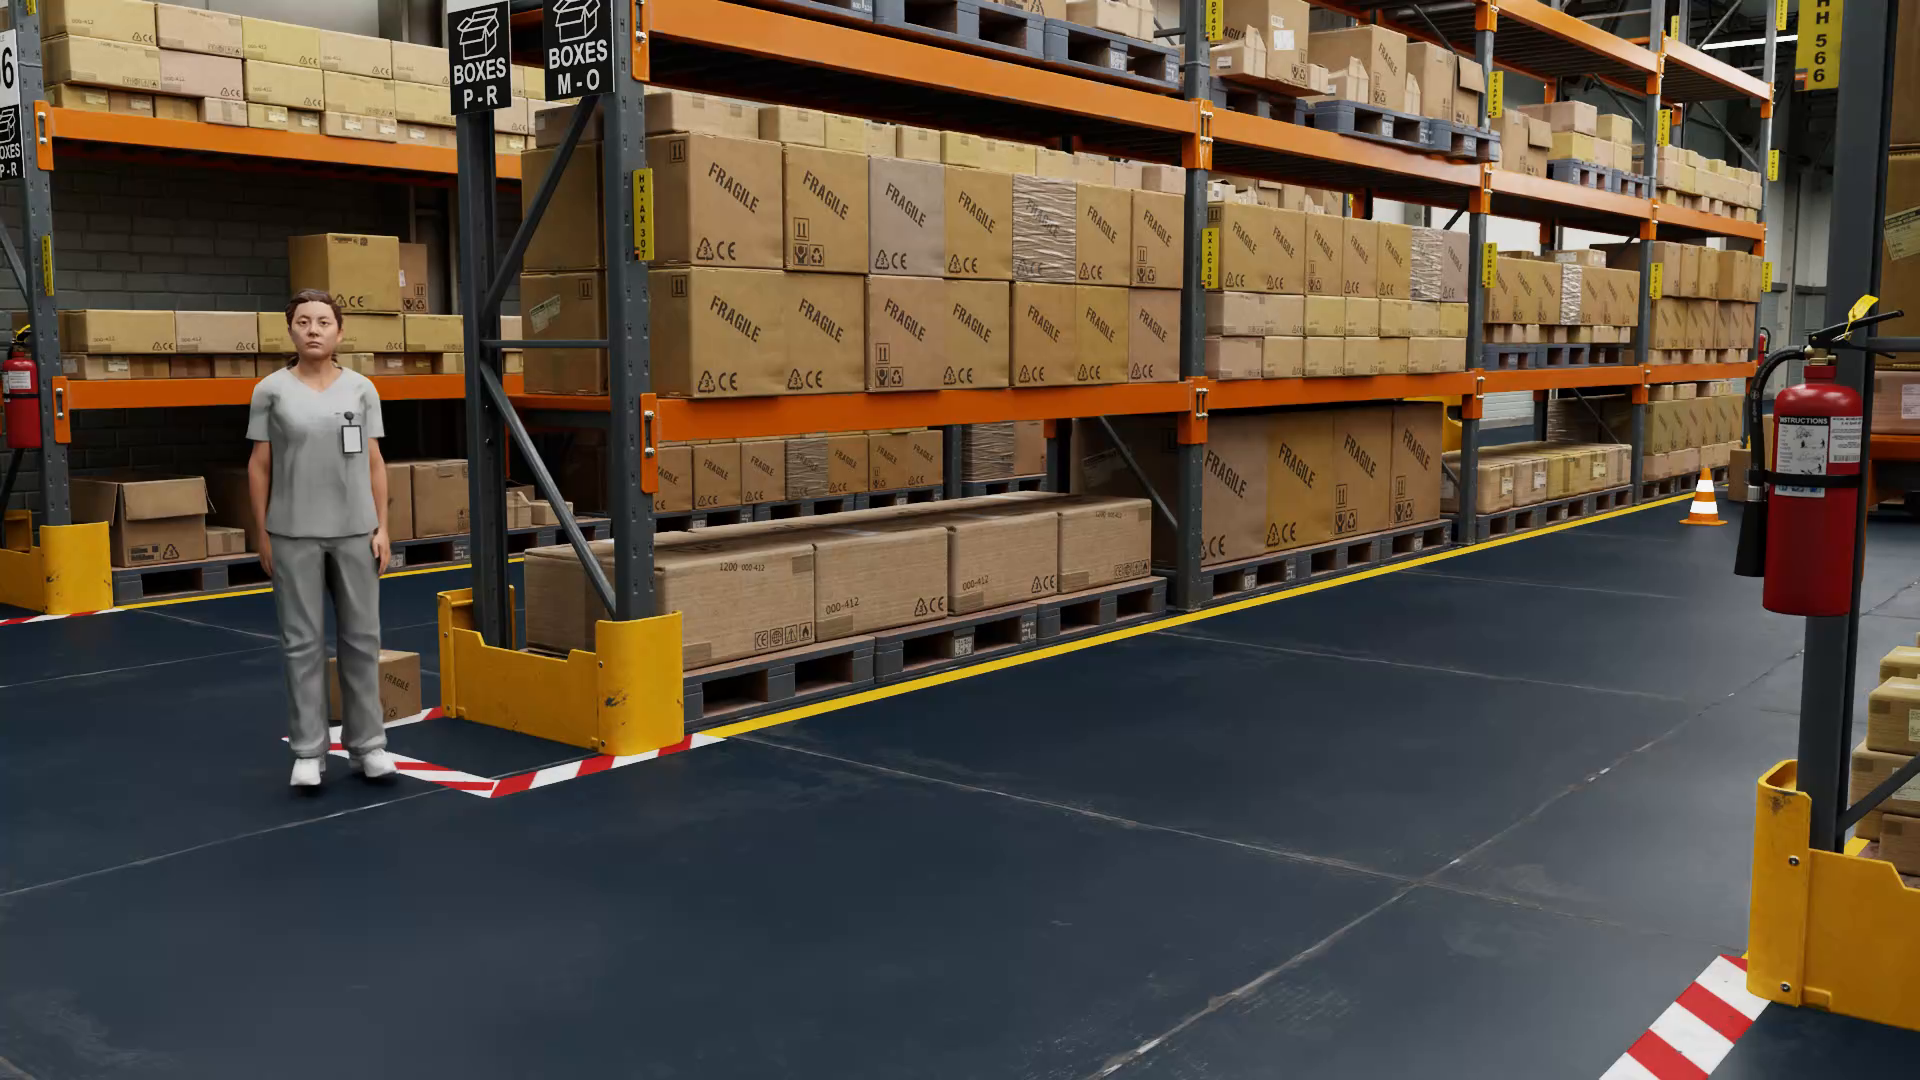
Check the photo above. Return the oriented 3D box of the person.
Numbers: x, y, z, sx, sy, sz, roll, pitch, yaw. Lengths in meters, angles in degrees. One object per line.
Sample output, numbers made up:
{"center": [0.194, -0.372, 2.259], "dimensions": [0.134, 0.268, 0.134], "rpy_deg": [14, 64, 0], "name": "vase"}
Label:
{"center": [-2.172, -0.014, 5.661], "dimensions": [0.440, 1.670, 0.362], "rpy_deg": [-4, 8, -29], "name": "person"}
